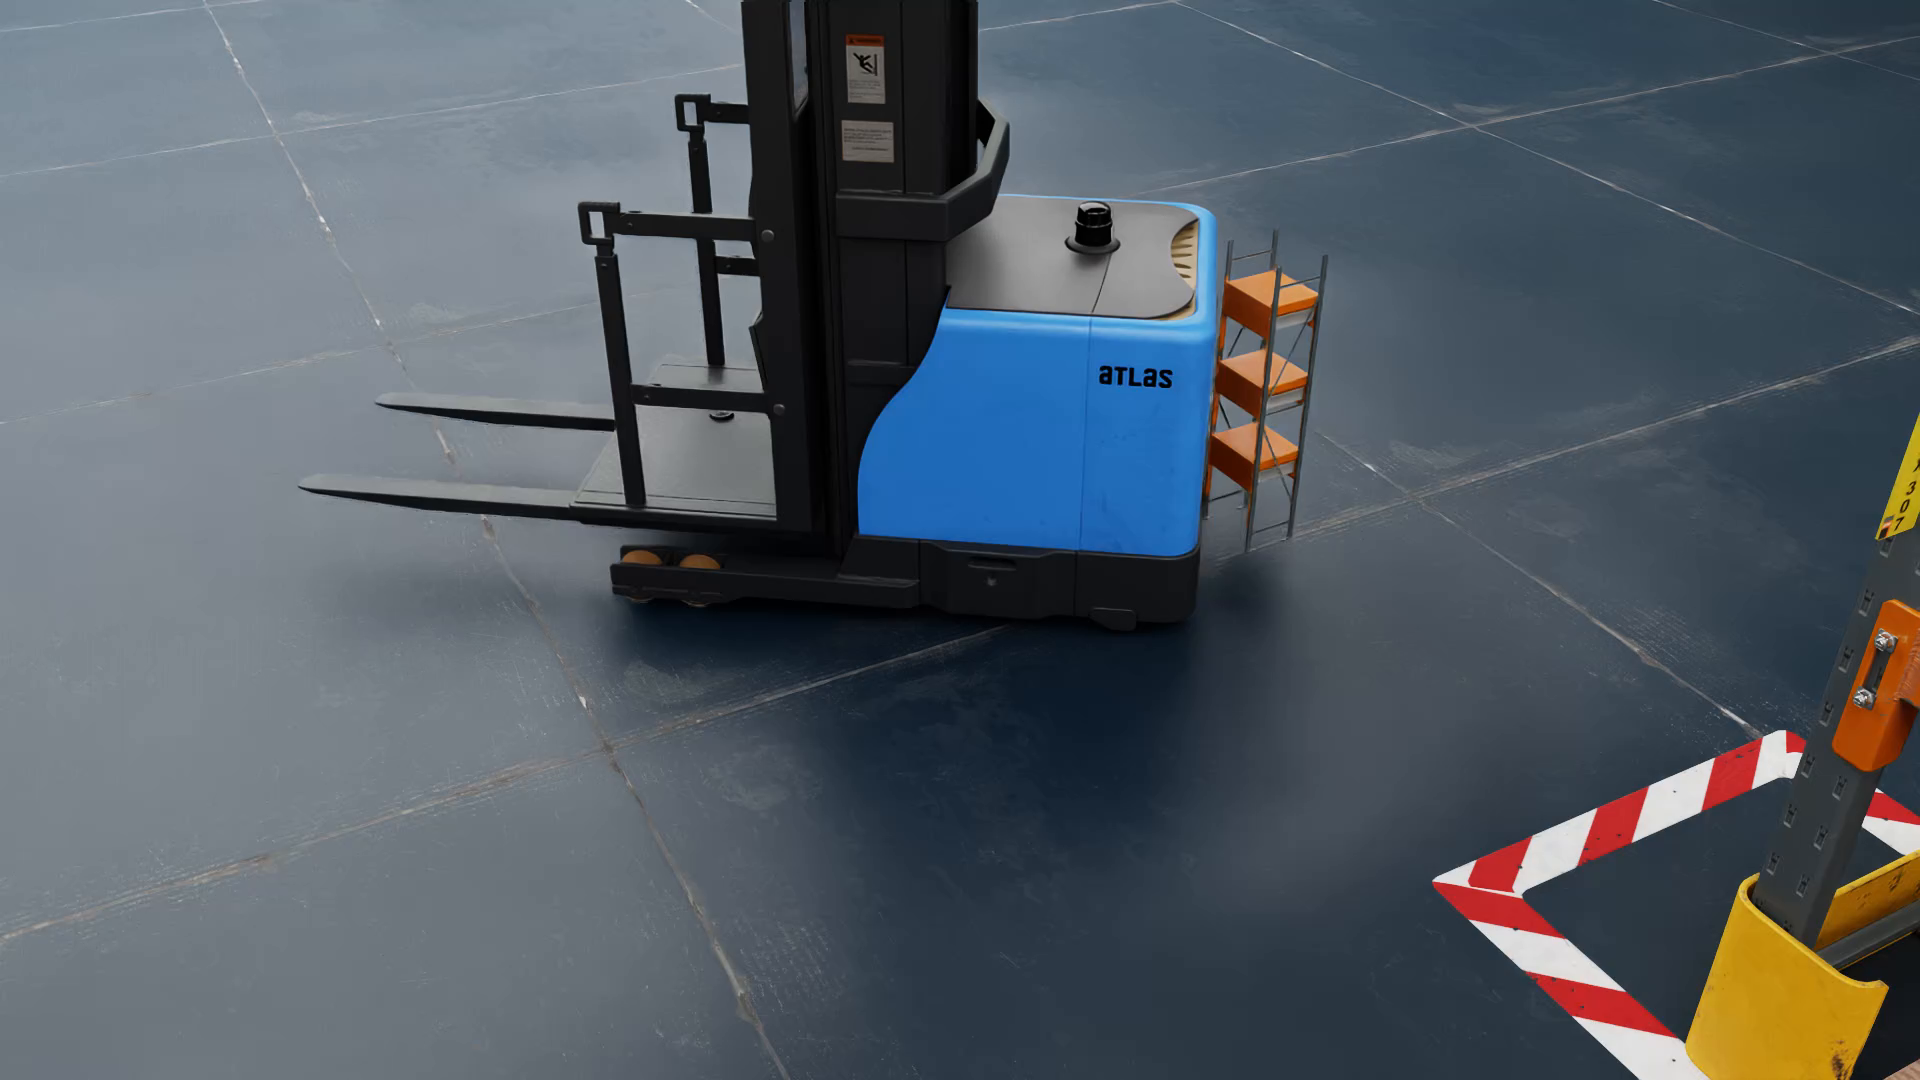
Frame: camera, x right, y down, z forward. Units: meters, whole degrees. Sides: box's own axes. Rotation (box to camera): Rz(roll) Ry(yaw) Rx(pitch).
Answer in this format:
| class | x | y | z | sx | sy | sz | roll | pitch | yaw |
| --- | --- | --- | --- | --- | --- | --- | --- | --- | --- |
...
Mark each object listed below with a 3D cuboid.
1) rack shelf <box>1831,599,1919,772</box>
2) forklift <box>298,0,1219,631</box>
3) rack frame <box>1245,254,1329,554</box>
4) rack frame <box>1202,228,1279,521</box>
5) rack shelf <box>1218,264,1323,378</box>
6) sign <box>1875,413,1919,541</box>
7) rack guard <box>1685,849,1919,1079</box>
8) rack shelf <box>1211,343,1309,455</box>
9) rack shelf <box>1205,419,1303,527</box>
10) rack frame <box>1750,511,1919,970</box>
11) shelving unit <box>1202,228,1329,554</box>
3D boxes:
| class | x | y | z | sx | sy | sz | roll | pitch | yaw |
| --- | --- | --- | --- | --- | --- | --- | --- | --- | --- |
| rack shelf | 3.125 | 1.089 | 1.936 | 1.077 | 0.370 | 4.000 | -16 | 36 | -23 |
| forklift | -0.697 | -1.296 | 5.056 | 3.031 | 2.935 | 1.130 | 4 | 33 | 7 |
| rack frame | 1.062 | -0.423 | 5.436 | 0.200 | 1.050 | 0.008 | -17 | 36 | -25 |
| rack frame | 0.941 | -0.537 | 5.615 | 0.200 | 1.050 | 0.008 | -17 | 36 | -25 |
| rack shelf | 1.002 | -0.710 | 5.379 | 0.215 | 0.259 | 0.240 | -17 | 36 | -25 |
| sign | 1.704 | -0.149 | 2.945 | 0.100 | 0.325 | 0.005 | -16 | 36 | -23 |
| rack guard | 2.270 | 0.909 | 3.868 | 1.175 | 0.500 | 0.348 | -16 | 36 | -23 |
| rack shelf | 1.002 | -0.471 | 5.531 | 0.215 | 0.259 | 0.240 | -17 | 36 | -25 |
| rack shelf | 1.001 | -0.237 | 5.681 | 0.215 | 0.259 | 0.240 | -17 | 36 | -25 |
| rack frame | 2.192 | -0.168 | 3.232 | 1.000 | 3.000 | 0.127 | -16 | 36 | -23 |
| shelving unit | 1.002 | -0.480 | 5.526 | 0.215 | 1.050 | 0.252 | -17 | 36 | -25 |
